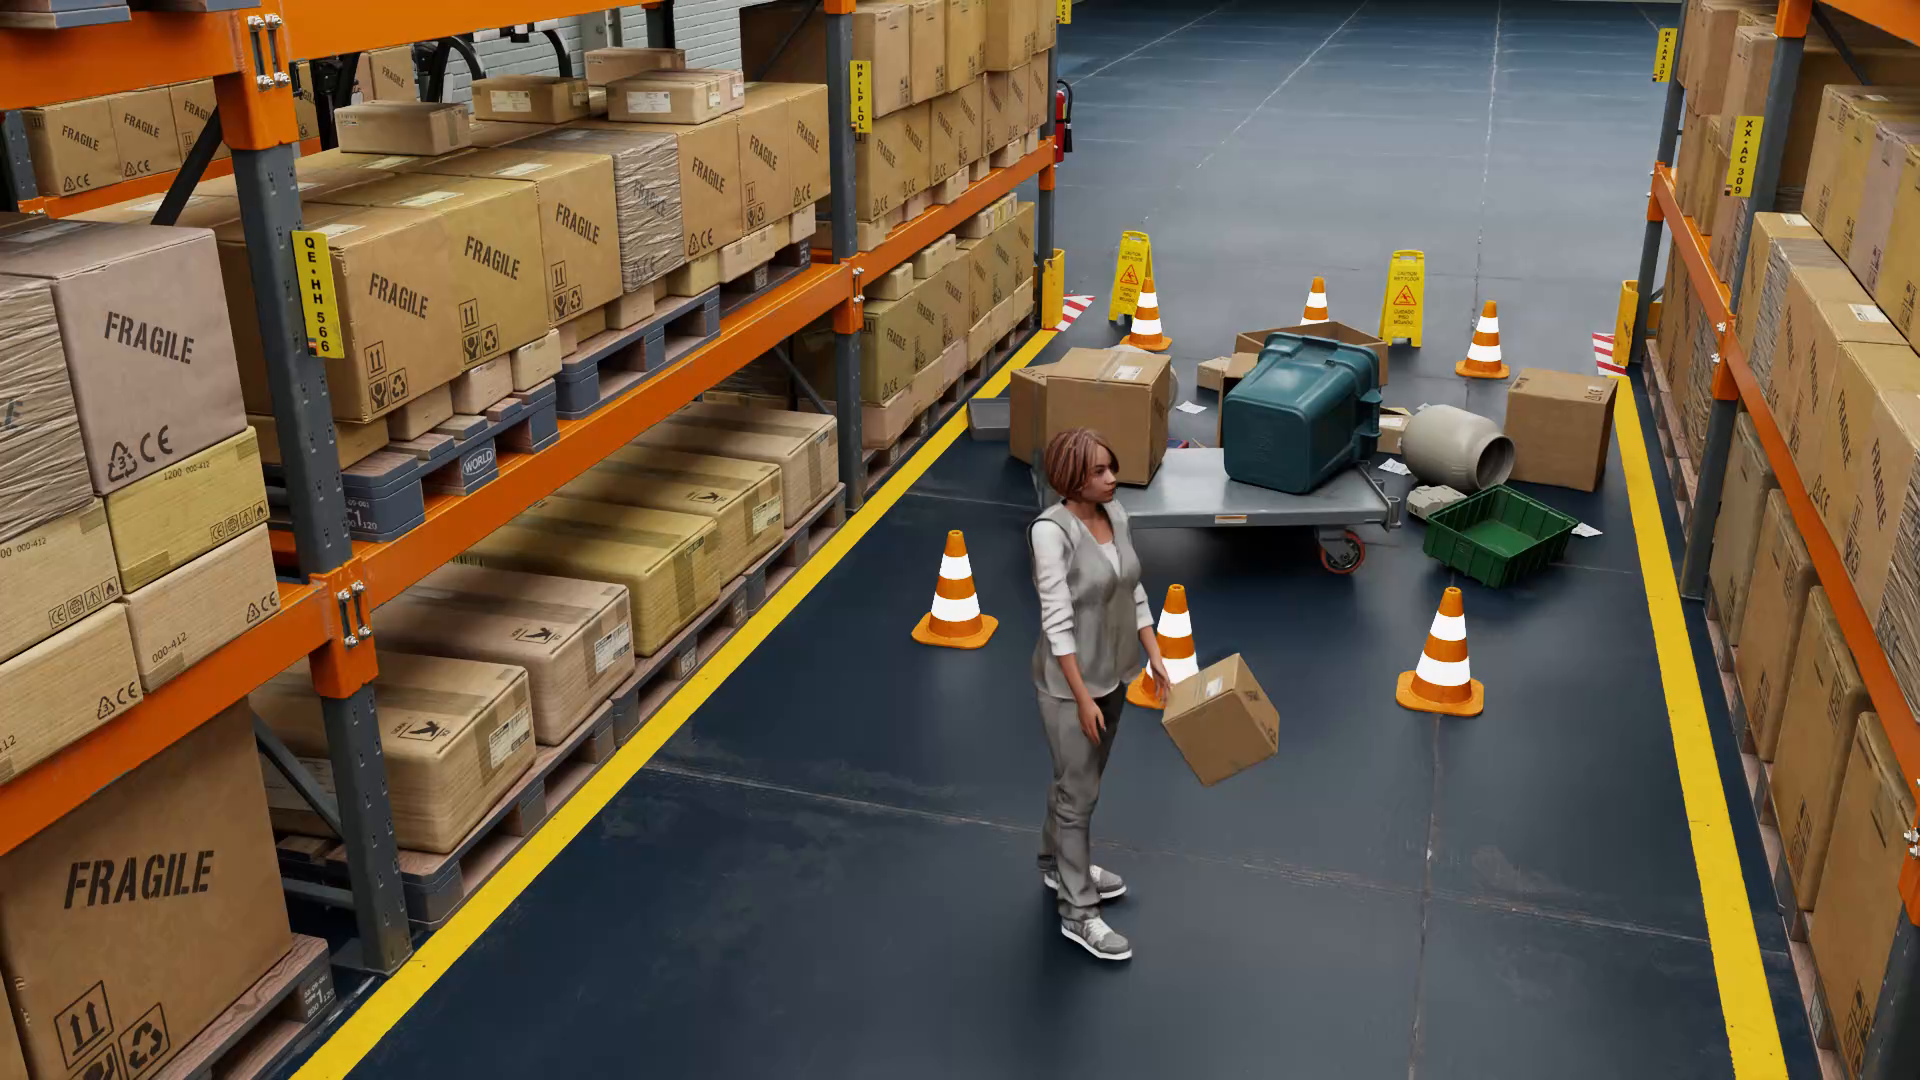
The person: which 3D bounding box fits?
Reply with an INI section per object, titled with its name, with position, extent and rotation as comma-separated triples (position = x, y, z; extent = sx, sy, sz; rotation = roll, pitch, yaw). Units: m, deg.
[person]
position = 0.393, 0.459, 4.968
extent = 0.510, 1.595, 0.549
rotation = -18, 29, -37
